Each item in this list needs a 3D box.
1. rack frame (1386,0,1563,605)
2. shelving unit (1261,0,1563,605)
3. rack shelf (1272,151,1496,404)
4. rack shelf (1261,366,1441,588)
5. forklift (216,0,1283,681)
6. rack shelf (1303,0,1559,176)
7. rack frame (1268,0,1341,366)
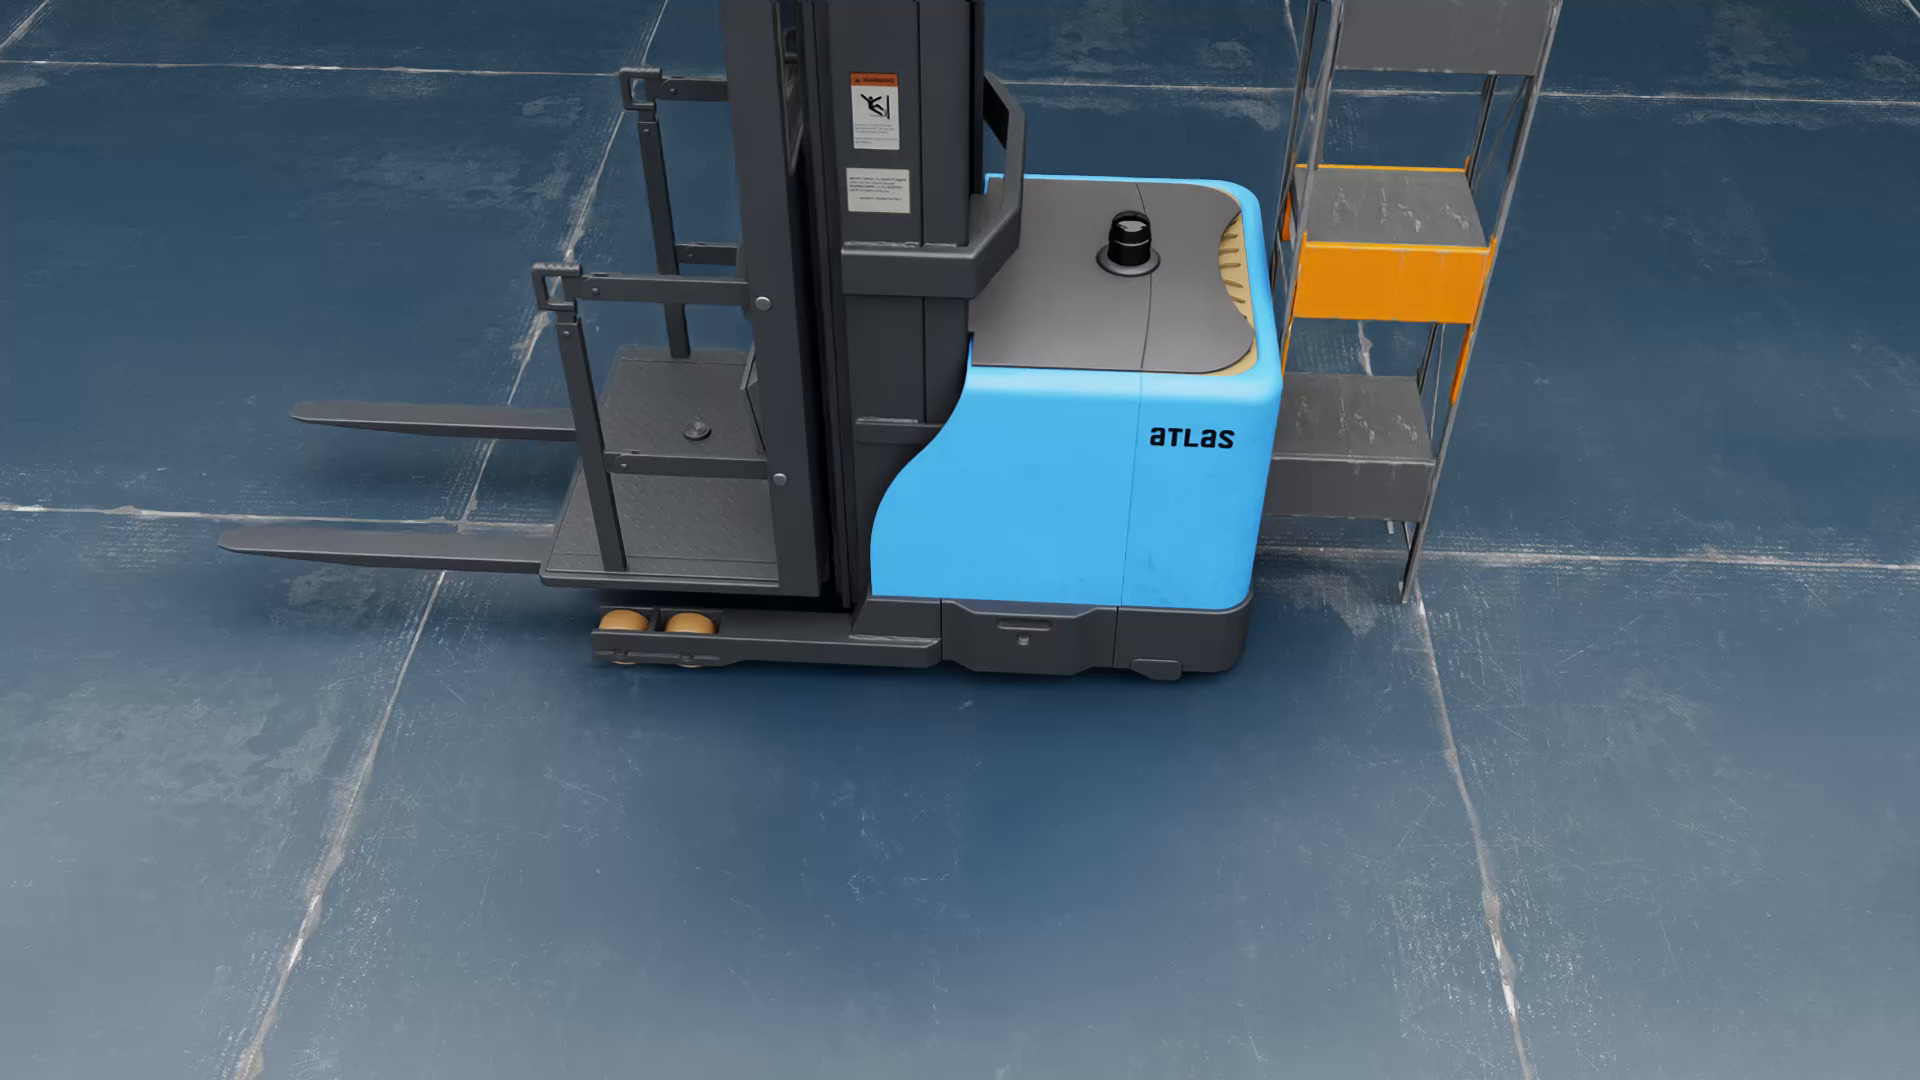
[{"bbox_3d":[1.358,-0.708,4.469,0.015,2.100,0.400,2,43,3],"label":"rack frame"},{"bbox_3d":[1.114,-0.718,4.480,0.503,2.100,0.431,2,43,3],"label":"shelving unit"},{"bbox_3d":[1.114,-0.708,4.490,0.480,0.518,0.431,2,43,3],"label":"rack shelf"},{"bbox_3d":[1.114,-0.196,4.967,0.480,0.518,0.431,2,43,3],"label":"rack shelf"},{"bbox_3d":[-0.666,-1.058,4.235,3.031,2.935,1.130,2,43,3],"label":"forklift"},{"bbox_3d":[1.114,-1.220,4.013,0.480,0.518,0.431,2,43,3],"label":"rack shelf"},{"bbox_3d":[0.871,-0.728,4.491,0.015,2.100,0.400,2,43,3],"label":"rack frame"}]
